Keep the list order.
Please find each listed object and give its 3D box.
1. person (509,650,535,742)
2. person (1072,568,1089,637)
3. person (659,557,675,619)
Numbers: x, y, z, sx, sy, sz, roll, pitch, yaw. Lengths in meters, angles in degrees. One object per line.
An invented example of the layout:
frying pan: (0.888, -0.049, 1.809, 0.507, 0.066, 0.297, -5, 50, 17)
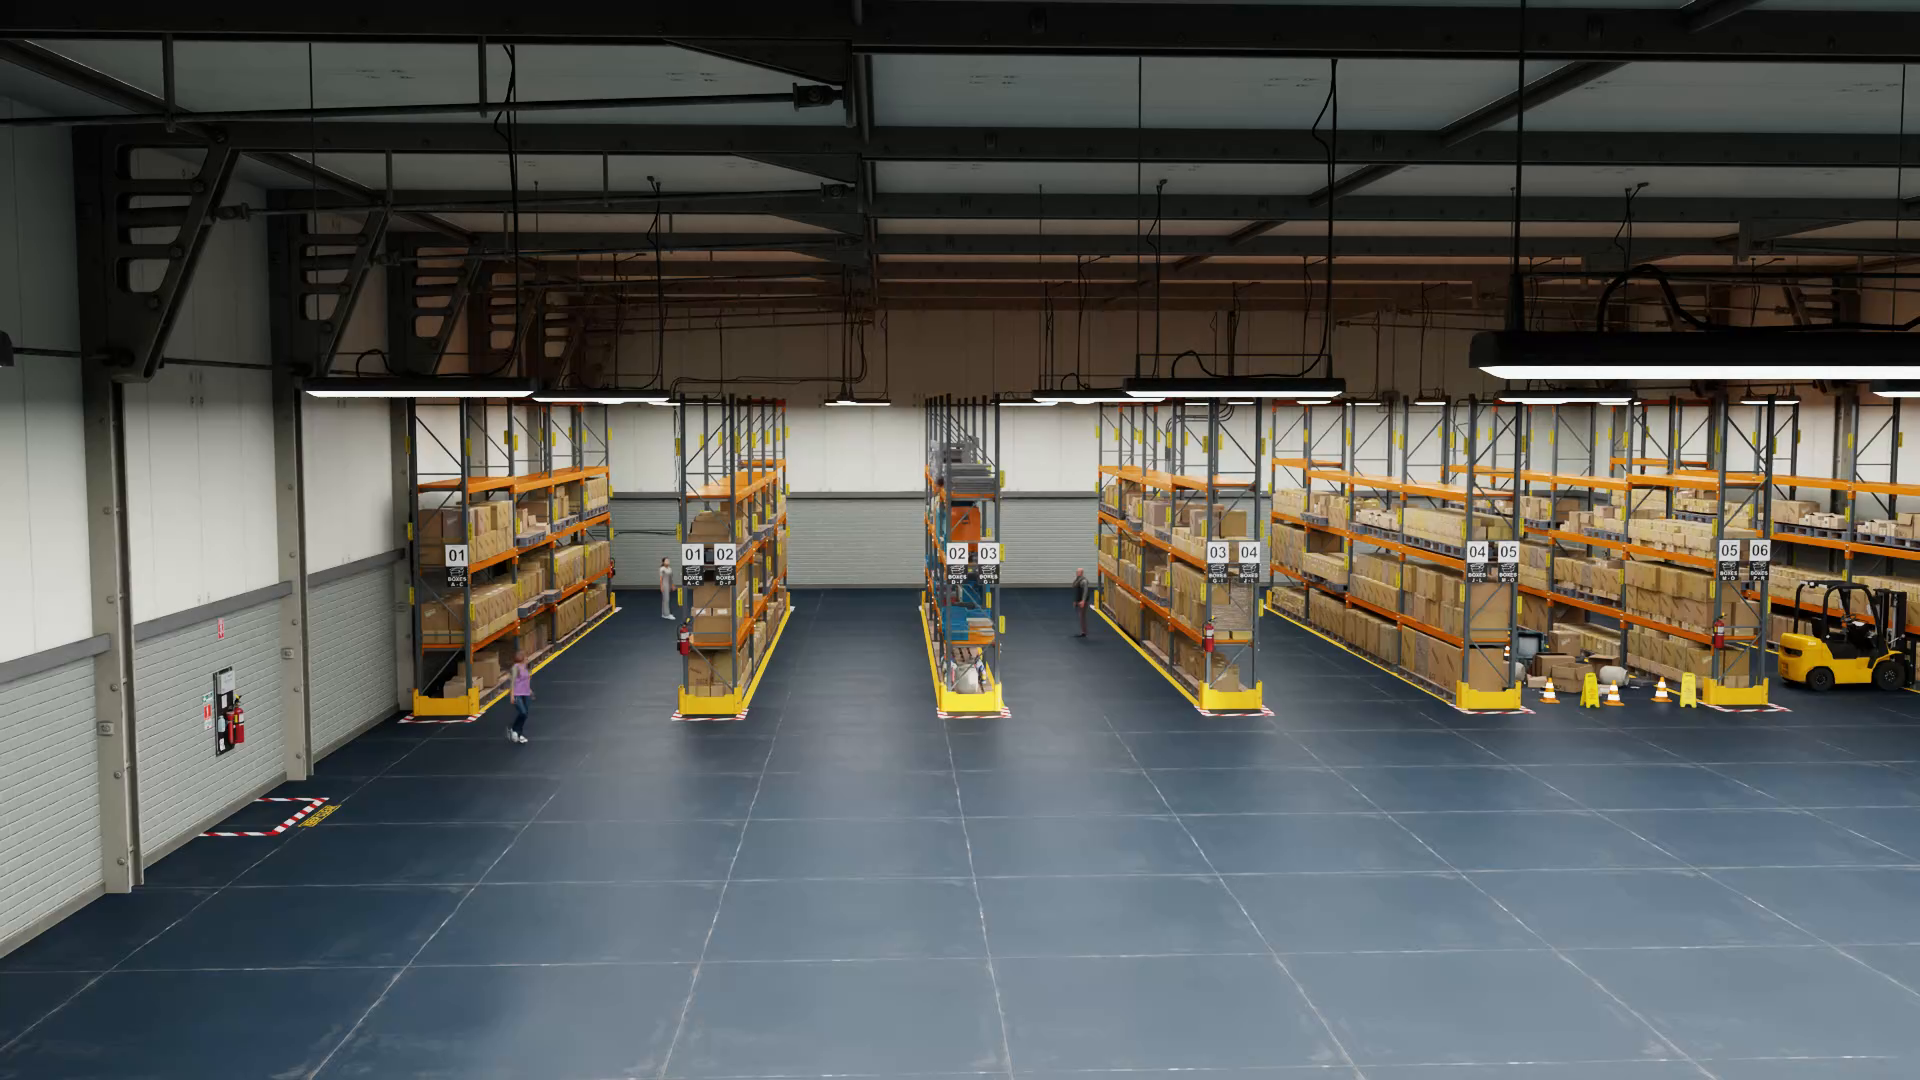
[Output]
person: (-7.485, 2.673, 28.413, 0.436, 1.592, 0.497, 3, 5, 34)
person: (3.002, 1.562, 41.663, 0.363, 1.726, 0.553, -2, 5, -22)
person: (-7.969, 1.304, 45.505, 0.452, 1.674, 0.495, 1, 5, 14)
